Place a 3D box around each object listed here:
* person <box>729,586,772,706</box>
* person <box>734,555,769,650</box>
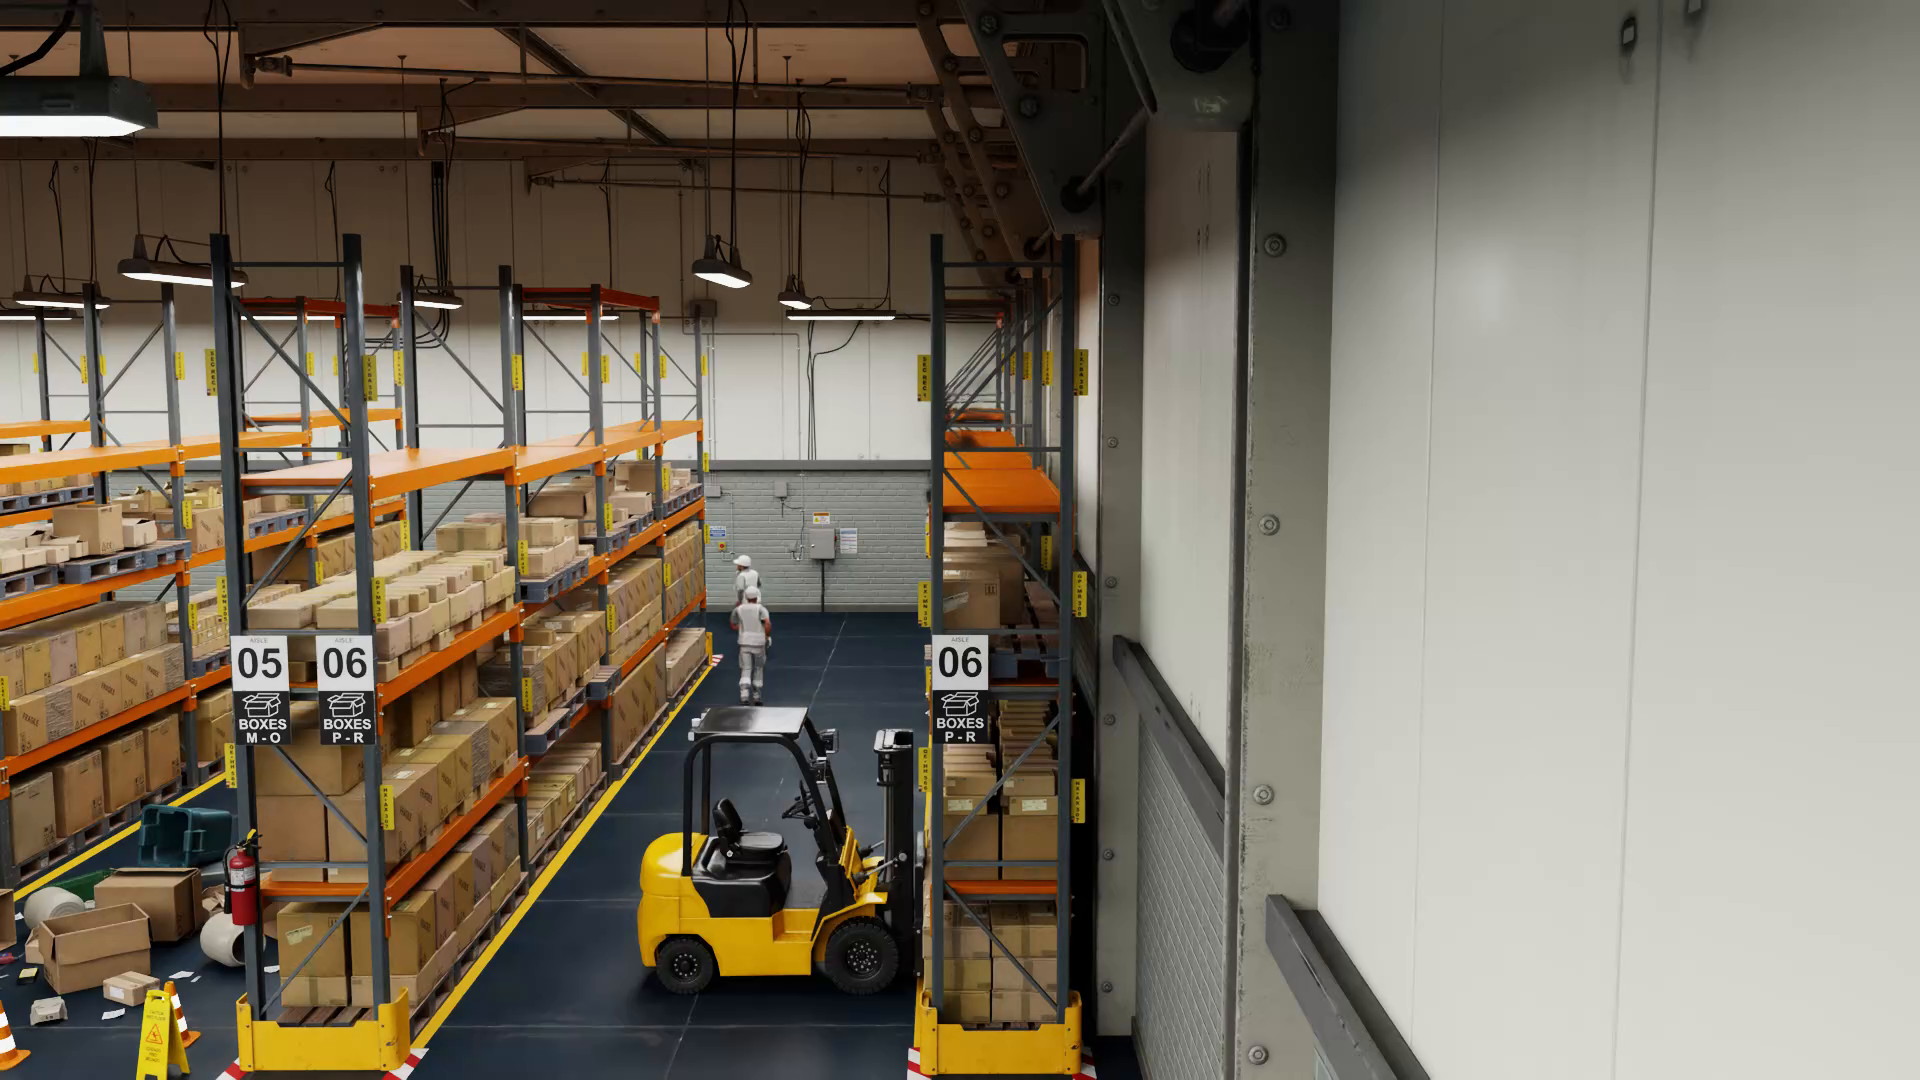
[{"bbox_3d":[-3.072,1.575,24.436,0.651,1.808,0.878,0,6,1],"label":"person"},{"bbox_3d":[-3.743,1.113,28.964,0.660,1.748,0.796,-5,8,-36],"label":"person"}]
